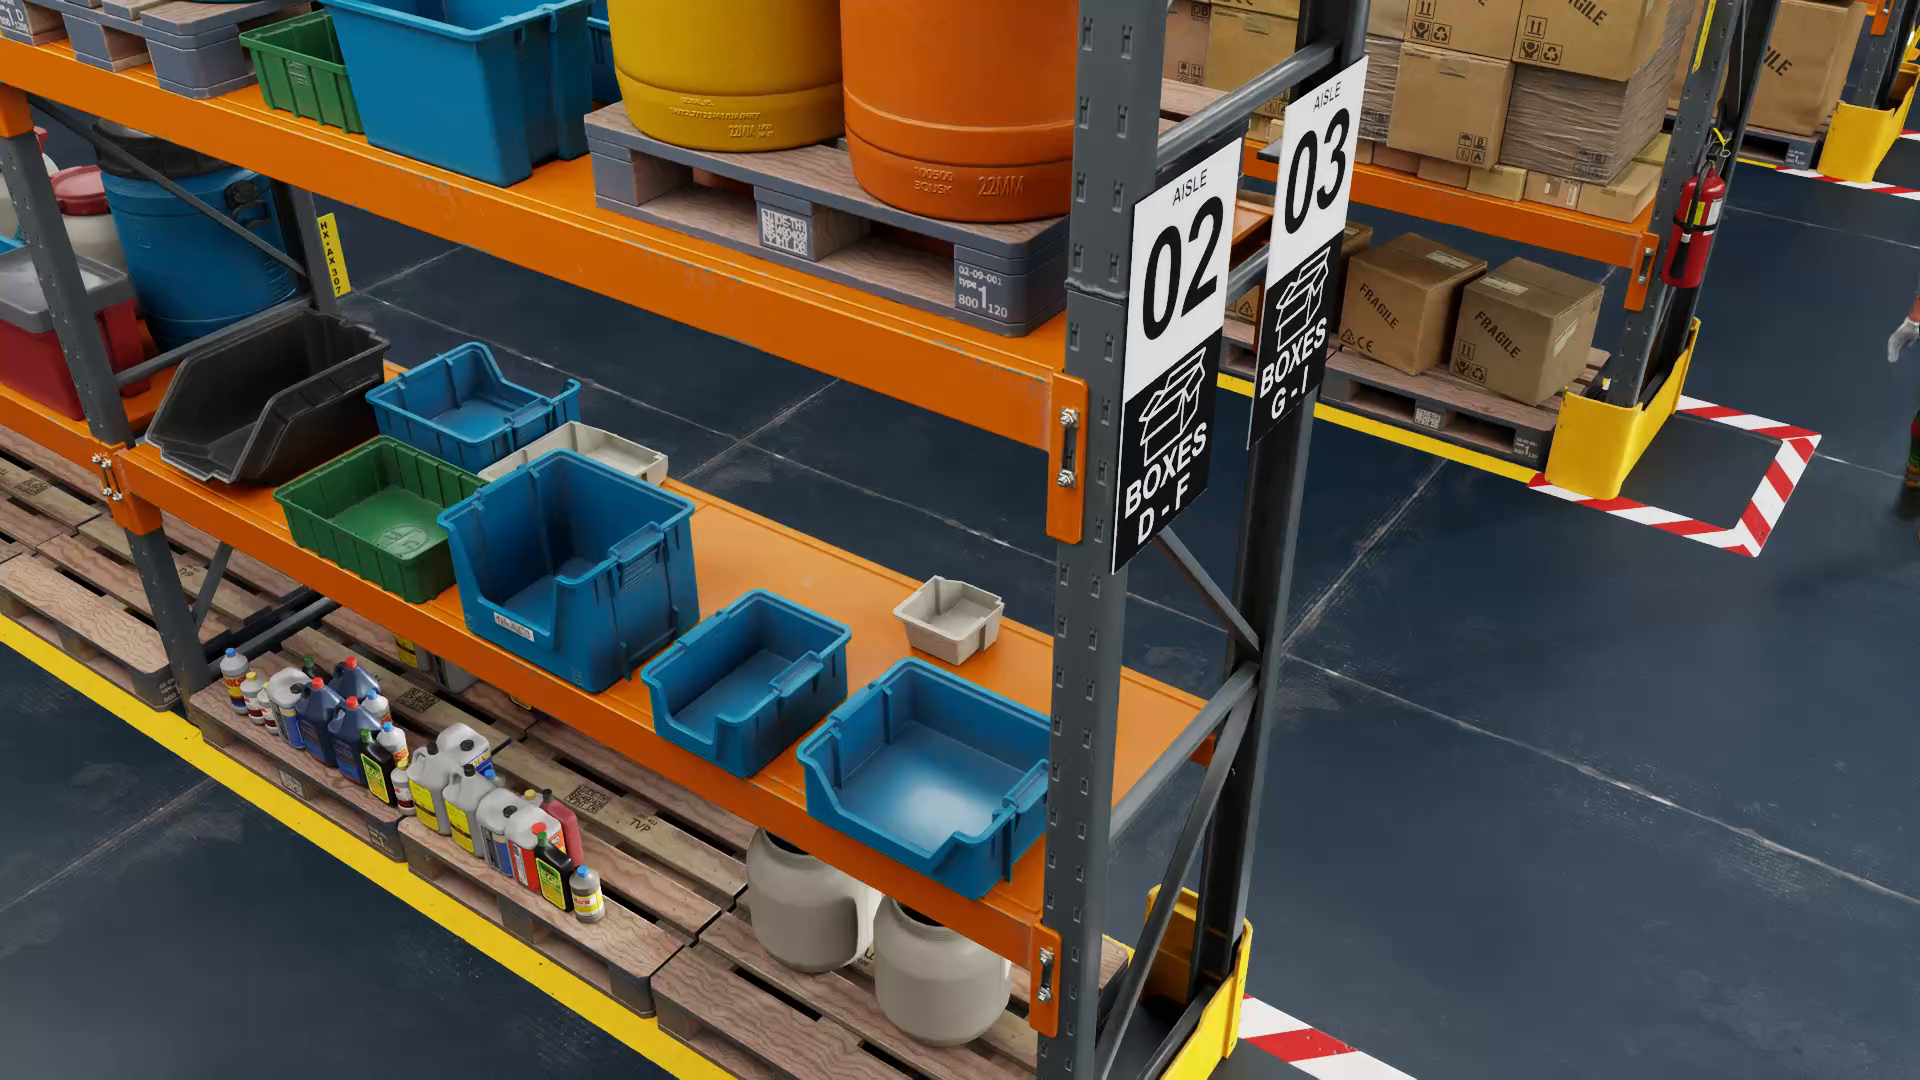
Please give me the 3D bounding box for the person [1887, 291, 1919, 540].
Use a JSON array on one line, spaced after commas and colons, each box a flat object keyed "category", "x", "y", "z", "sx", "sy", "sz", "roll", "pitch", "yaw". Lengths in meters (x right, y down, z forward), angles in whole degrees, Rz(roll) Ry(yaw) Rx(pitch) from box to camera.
[{"category": "person", "x": 4.625, "y": -0.915, "z": 7.444, "sx": 0.715, "sy": 1.766, "sz": 0.891, "roll": 26, "pitch": 42, "yaw": 33}]
